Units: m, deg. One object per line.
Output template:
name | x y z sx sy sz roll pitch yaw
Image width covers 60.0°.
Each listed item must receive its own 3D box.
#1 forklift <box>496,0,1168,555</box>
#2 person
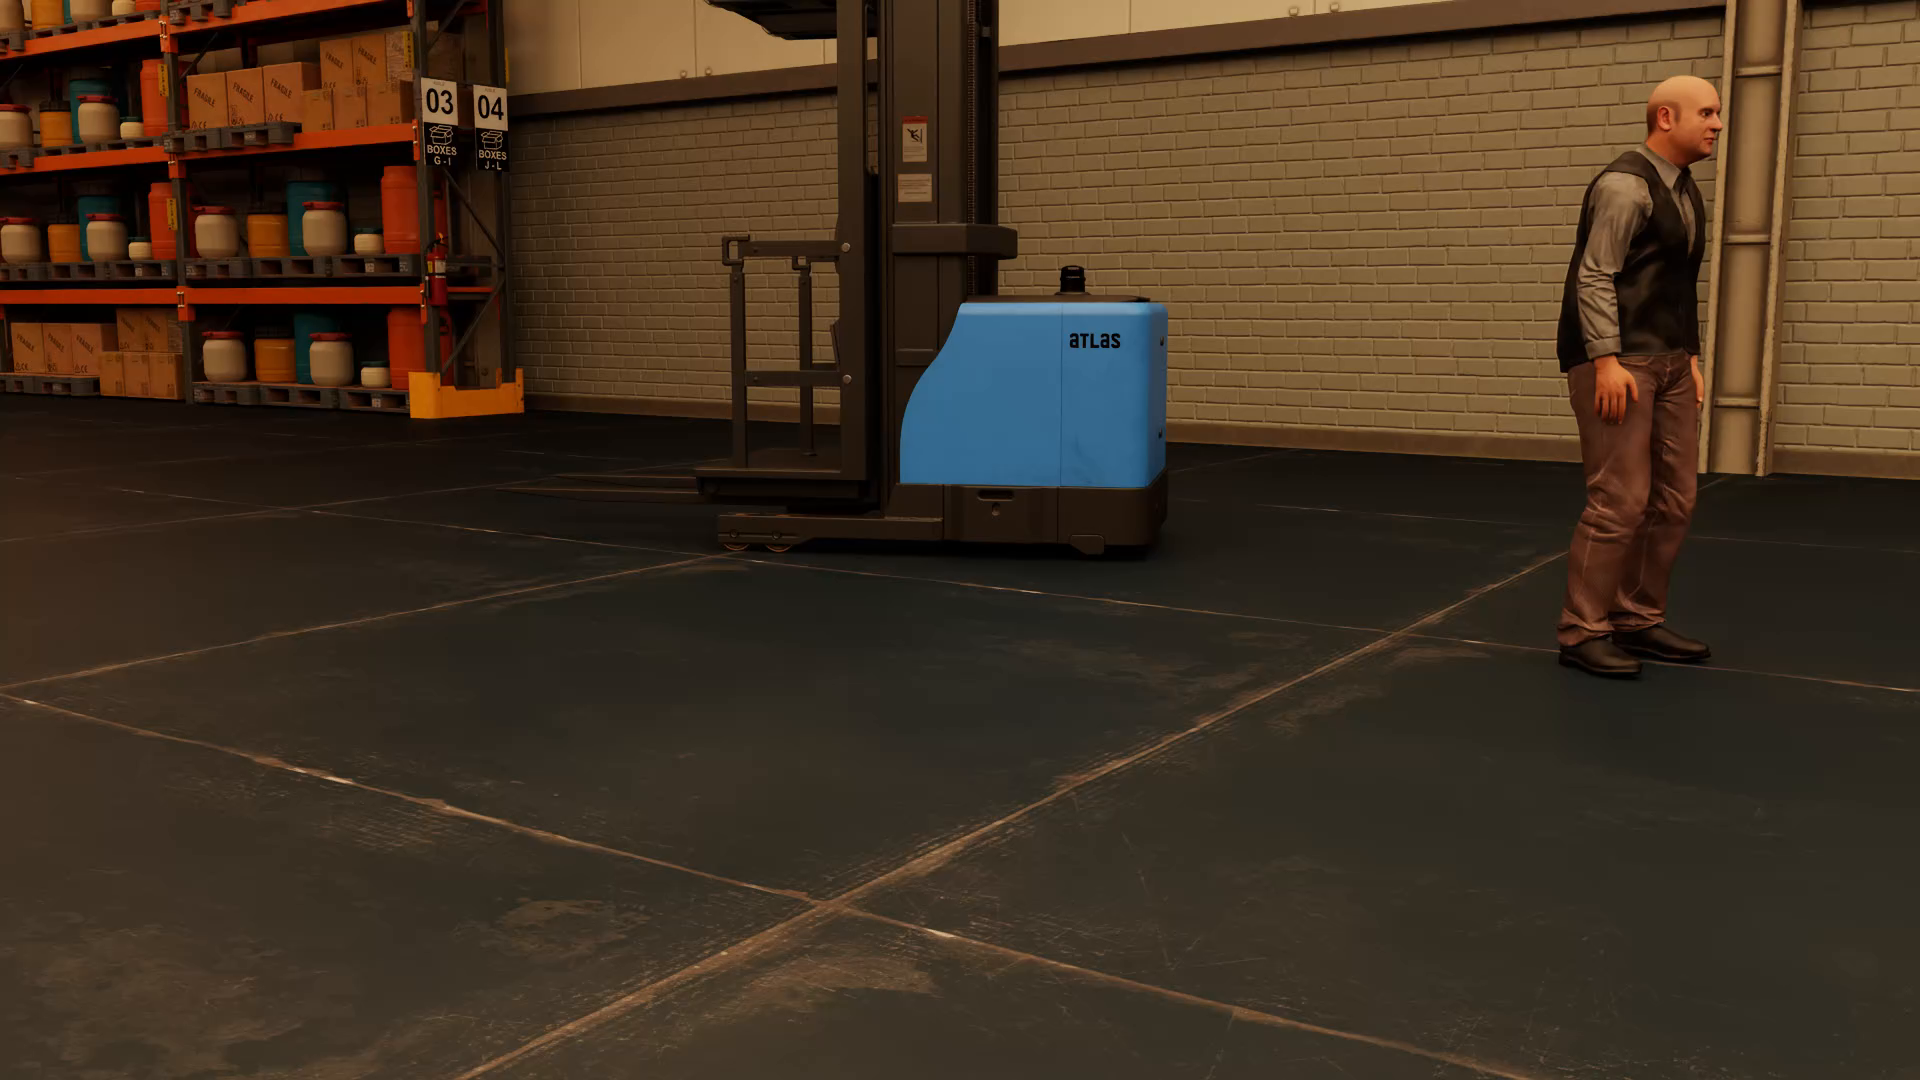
forklift | -0.596 -1.469 7.520 3.031 2.935 1.130 2 8 12
person | 2.013 -0.490 4.947 0.594 1.719 0.424 -7 10 -39
